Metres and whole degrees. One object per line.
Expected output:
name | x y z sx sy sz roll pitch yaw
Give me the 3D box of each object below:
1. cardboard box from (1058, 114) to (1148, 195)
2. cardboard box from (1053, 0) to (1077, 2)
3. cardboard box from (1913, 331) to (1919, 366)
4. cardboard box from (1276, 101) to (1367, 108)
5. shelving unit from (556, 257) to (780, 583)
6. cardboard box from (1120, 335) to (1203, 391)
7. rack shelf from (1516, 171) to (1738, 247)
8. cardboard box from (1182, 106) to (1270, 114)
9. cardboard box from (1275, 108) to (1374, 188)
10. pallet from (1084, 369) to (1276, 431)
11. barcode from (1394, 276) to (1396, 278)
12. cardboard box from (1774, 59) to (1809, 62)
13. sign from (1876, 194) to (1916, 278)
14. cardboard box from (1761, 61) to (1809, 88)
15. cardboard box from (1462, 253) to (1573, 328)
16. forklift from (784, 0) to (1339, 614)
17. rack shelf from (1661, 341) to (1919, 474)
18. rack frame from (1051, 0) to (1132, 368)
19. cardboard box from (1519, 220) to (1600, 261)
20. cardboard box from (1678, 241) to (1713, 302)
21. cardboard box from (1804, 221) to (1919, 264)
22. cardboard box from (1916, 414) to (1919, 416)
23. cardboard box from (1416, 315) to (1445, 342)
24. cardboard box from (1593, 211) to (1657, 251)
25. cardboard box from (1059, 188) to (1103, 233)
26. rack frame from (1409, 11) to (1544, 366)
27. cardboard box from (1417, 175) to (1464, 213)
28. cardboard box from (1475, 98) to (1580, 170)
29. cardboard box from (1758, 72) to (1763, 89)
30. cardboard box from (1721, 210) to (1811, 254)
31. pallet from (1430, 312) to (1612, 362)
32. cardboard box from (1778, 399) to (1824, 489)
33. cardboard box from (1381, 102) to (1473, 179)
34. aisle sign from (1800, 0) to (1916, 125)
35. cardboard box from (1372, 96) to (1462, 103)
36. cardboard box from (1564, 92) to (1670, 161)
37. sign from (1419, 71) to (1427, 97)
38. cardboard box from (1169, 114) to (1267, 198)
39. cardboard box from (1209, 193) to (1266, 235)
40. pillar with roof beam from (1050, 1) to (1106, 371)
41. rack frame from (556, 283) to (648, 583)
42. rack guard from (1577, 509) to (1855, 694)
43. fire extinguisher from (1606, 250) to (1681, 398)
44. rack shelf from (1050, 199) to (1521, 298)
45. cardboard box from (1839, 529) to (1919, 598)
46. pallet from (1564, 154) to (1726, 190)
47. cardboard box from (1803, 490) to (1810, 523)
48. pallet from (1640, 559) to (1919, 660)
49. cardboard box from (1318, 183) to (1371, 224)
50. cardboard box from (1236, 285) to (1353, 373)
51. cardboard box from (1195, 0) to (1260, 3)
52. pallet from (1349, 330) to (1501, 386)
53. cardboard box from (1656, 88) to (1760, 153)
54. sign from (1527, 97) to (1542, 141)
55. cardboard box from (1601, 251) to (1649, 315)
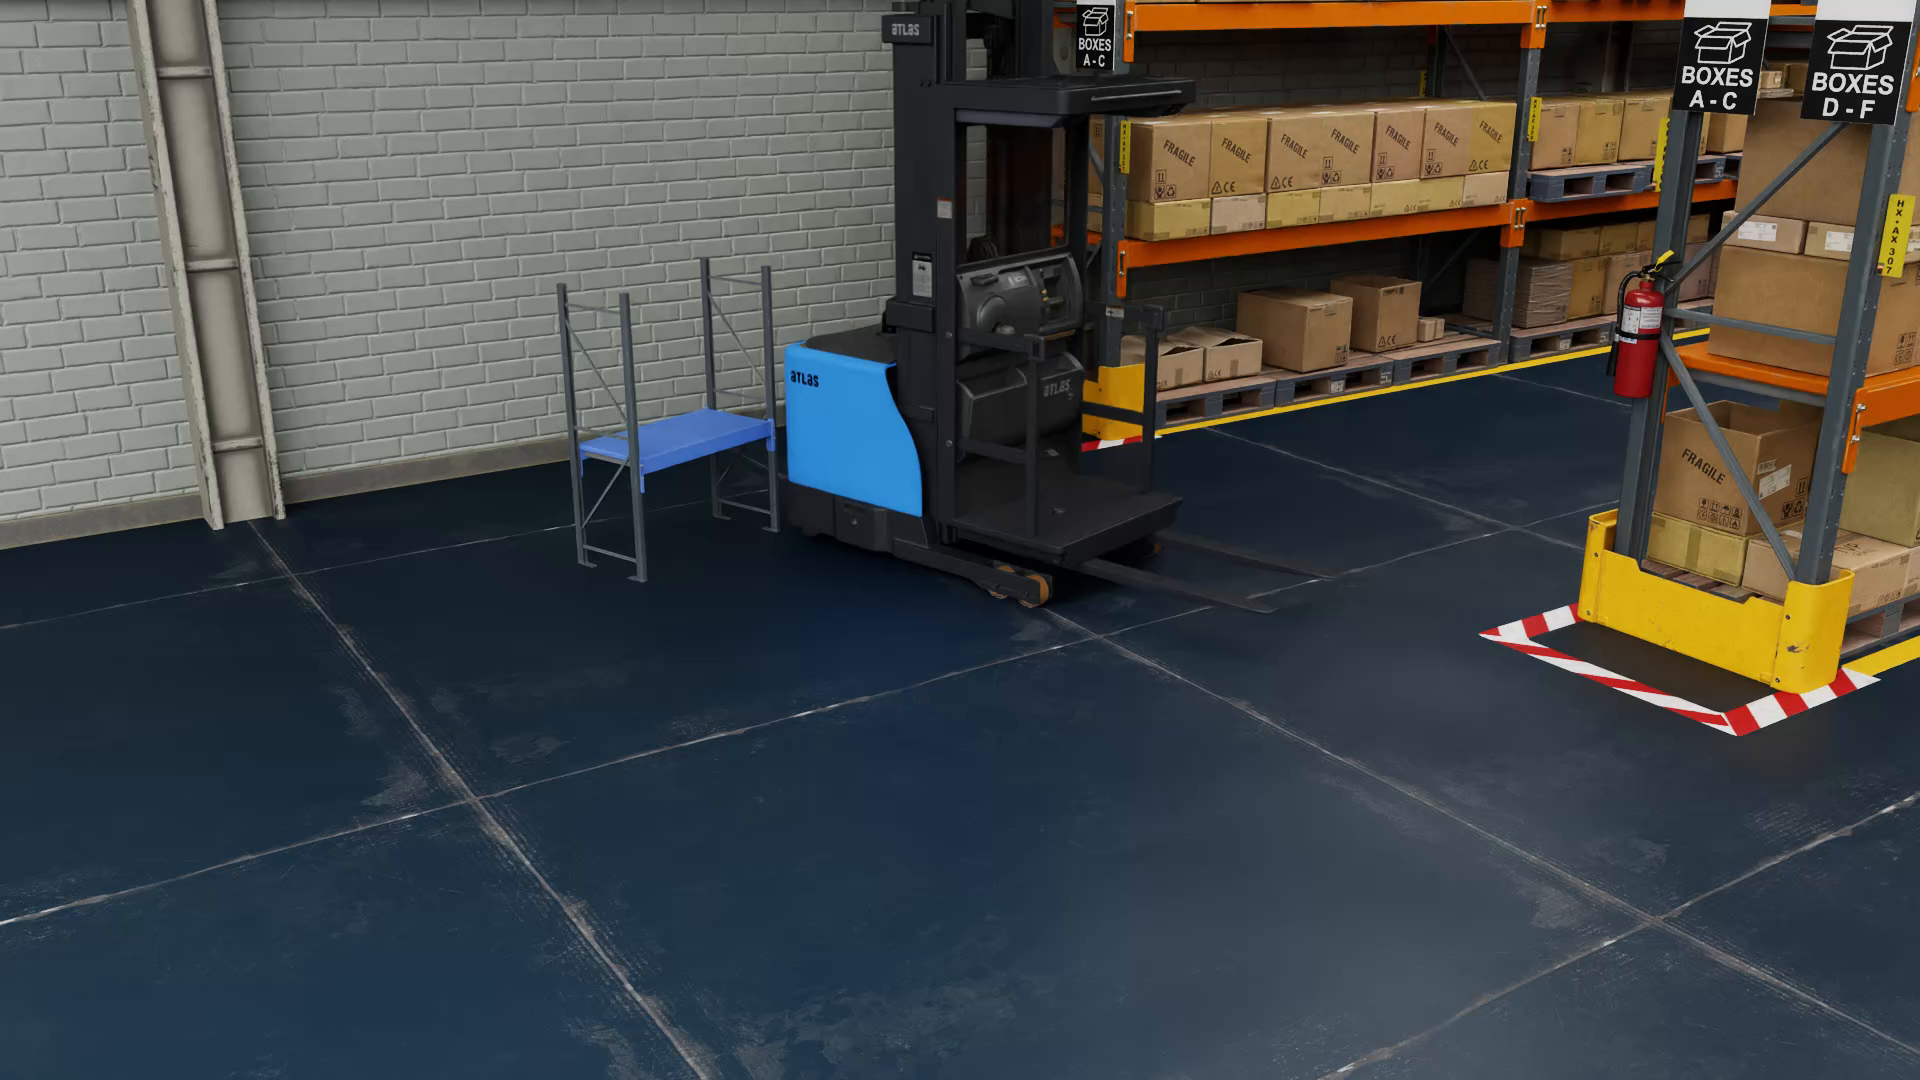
cardboard box | 1.034 -2.690 11.550 0.500 0.500 0.500 -12 22 -32
cardboard box | 0.966 -3.876 11.154 0.500 0.500 0.500 -10 21 -28
cardboard box | 4.317 -1.152 7.813 0.500 0.500 0.700 -11 22 -30
cardboard box | 2.737 -3.051 12.619 0.500 0.500 0.500 -11 22 -30
shelving unit | -1.526 -0.672 8.890 0.538 1.500 1.048 13 23 34
cardboard box | 1.384 -1.289 11.885 0.500 0.311 0.500 -15 24 -37
rack shelf | 5.768 -2.973 14.477 4.000 0.370 1.077 -12 22 -31
cardboard box | 1.889 -2.868 12.077 0.500 0.500 0.500 -13 22 -33
cardboard box | 2.599 -2.822 11.940 0.500 0.500 0.500 -11 22 -30
pallet | 1.518 -1.083 12.117 1.213 0.211 1.003 -12 22 -31
barcode | 3.514 -2.106 13.507 0.075 0.075 0.001 -12 22 -31
cardboard box | 8.109 -4.458 15.925 0.500 0.250 0.500 -13 22 -33
sign | 3.785 -1.230 6.725 0.005 0.325 0.100 -12 22 -31
cardboard box | 7.674 -4.368 15.658 0.500 0.250 0.500 -11 22 -30
cardboard box | 4.703 -2.119 14.046 0.500 0.500 0.700 -11 22 -30
forklift | 0.473 -1.241 8.340 3.031 2.935 1.130 15 24 38
rack shelf | 5.155 -0.944 8.476 4.000 0.370 1.077 -12 22 -31
rack frame | 0.757 -2.256 11.236 0.127 3.000 1.000 -12 22 -31
cardboard box | 5.069 -2.553 14.158 0.500 0.250 0.500 -12 22 -33
cardboard box | 6.371 -2.489 15.141 0.500 0.500 0.700 -12 22 -31
cardboard box | 3.930 -1.298 7.233 0.250 0.149 0.380 -12 22 -32
cardboard box | 4.882 -0.399 8.207 0.500 0.500 0.500 -12 22 -31
cardboard box | 3.667 -1.725 13.401 0.250 0.166 0.380 -16 24 -38
cardboard box | 5.928 -2.729 14.678 0.500 0.250 0.500 -12 22 -32
cardboard box | 1.041 -2.329 11.653 0.500 0.250 0.500 -12 22 -31
rack frame | 4.097 -2.961 13.320 0.127 3.000 1.000 -12 22 -31
cardboard box | 3.448 -2.649 12.601 0.500 0.250 0.500 -12 22 -31
cardboard box | 4.541 -3.297 13.471 0.500 0.500 0.700 -12 22 -31
cardboard box | 6.906 -4.099 14.831 0.250 0.149 0.380 -17 25 -40
cardboard box | 3.699 -1.405 7.548 0.250 0.149 0.380 -12 22 -32
pallet | 4.747 -1.778 14.173 1.213 0.211 1.003 -12 22 -31
cardboard box | 4.596 -0.538 8.619 0.500 0.500 0.500 -12 22 -31
cardboard box | 3.459 -2.999 12.465 0.500 0.500 0.500 -12 22 -32
aisle sign | 3.598 -2.070 6.625 0.004 0.787 0.394 -12 22 -31
cardboard box | 3.590 -3.228 13.141 0.500 0.500 0.500 -13 22 -33
cardboard box | 5.545 -3.518 14.125 0.500 0.500 0.700 -9 21 -24
sign | 3.789 -3.657 13.572 0.005 0.325 0.100 -12 22 -31
cardboard box | 1.739 -2.638 11.397 0.500 0.500 0.500 -12 22 -31
cardboard box | 1.765 -2.291 11.541 0.500 0.250 0.500 -13 22 -33
pillar with roof beam | 3.233 -4.302 7.918 0.400 9.000 9.100 -12 22 -31
rack frame | -1.828 -0.541 8.502 0.500 1.500 0.032 13 23 34
rack guard | 3.464 0.256 7.706 0.348 0.500 1.175 -12 22 -31
fire extinguisher | 3.130 -0.999 7.637 0.183 0.674 0.296 -12 22 -31
rack shelf | 2.427 -2.268 12.393 4.000 0.370 1.077 -12 22 -31
cardboard box | 4.470 0.048 8.058 0.500 0.250 0.500 -12 22 -31
pallet | 5.807 -3.215 14.371 1.213 0.211 1.003 -12 22 -31
cardboard box | 4.181 -0.093 8.475 0.500 0.250 0.500 -12 22 -31
pallet | 4.100 0.243 8.196 1.213 0.211 1.003 -12 22 -31
cardboard box | 2.617 -2.468 12.064 0.500 0.250 0.500 -12 22 -31
cardboard box | 2.500 -1.595 12.495 0.500 0.500 0.700 -14 23 -35
cardboard box | 1.642 -3.811 10.964 0.500 0.500 0.500 -10 21 -28
pallet | 3.556 -1.512 13.388 1.213 0.211 1.003 -12 22 -31
cardboard box | 6.599 -3.730 14.752 0.500 0.500 0.700 -14 23 -36
sign | 4.402 -3.227 12.756 0.005 0.325 0.100 -12 22 -31
cardboard box | 5.555 -2.303 14.589 0.500 0.500 0.700 -12 22 -31
